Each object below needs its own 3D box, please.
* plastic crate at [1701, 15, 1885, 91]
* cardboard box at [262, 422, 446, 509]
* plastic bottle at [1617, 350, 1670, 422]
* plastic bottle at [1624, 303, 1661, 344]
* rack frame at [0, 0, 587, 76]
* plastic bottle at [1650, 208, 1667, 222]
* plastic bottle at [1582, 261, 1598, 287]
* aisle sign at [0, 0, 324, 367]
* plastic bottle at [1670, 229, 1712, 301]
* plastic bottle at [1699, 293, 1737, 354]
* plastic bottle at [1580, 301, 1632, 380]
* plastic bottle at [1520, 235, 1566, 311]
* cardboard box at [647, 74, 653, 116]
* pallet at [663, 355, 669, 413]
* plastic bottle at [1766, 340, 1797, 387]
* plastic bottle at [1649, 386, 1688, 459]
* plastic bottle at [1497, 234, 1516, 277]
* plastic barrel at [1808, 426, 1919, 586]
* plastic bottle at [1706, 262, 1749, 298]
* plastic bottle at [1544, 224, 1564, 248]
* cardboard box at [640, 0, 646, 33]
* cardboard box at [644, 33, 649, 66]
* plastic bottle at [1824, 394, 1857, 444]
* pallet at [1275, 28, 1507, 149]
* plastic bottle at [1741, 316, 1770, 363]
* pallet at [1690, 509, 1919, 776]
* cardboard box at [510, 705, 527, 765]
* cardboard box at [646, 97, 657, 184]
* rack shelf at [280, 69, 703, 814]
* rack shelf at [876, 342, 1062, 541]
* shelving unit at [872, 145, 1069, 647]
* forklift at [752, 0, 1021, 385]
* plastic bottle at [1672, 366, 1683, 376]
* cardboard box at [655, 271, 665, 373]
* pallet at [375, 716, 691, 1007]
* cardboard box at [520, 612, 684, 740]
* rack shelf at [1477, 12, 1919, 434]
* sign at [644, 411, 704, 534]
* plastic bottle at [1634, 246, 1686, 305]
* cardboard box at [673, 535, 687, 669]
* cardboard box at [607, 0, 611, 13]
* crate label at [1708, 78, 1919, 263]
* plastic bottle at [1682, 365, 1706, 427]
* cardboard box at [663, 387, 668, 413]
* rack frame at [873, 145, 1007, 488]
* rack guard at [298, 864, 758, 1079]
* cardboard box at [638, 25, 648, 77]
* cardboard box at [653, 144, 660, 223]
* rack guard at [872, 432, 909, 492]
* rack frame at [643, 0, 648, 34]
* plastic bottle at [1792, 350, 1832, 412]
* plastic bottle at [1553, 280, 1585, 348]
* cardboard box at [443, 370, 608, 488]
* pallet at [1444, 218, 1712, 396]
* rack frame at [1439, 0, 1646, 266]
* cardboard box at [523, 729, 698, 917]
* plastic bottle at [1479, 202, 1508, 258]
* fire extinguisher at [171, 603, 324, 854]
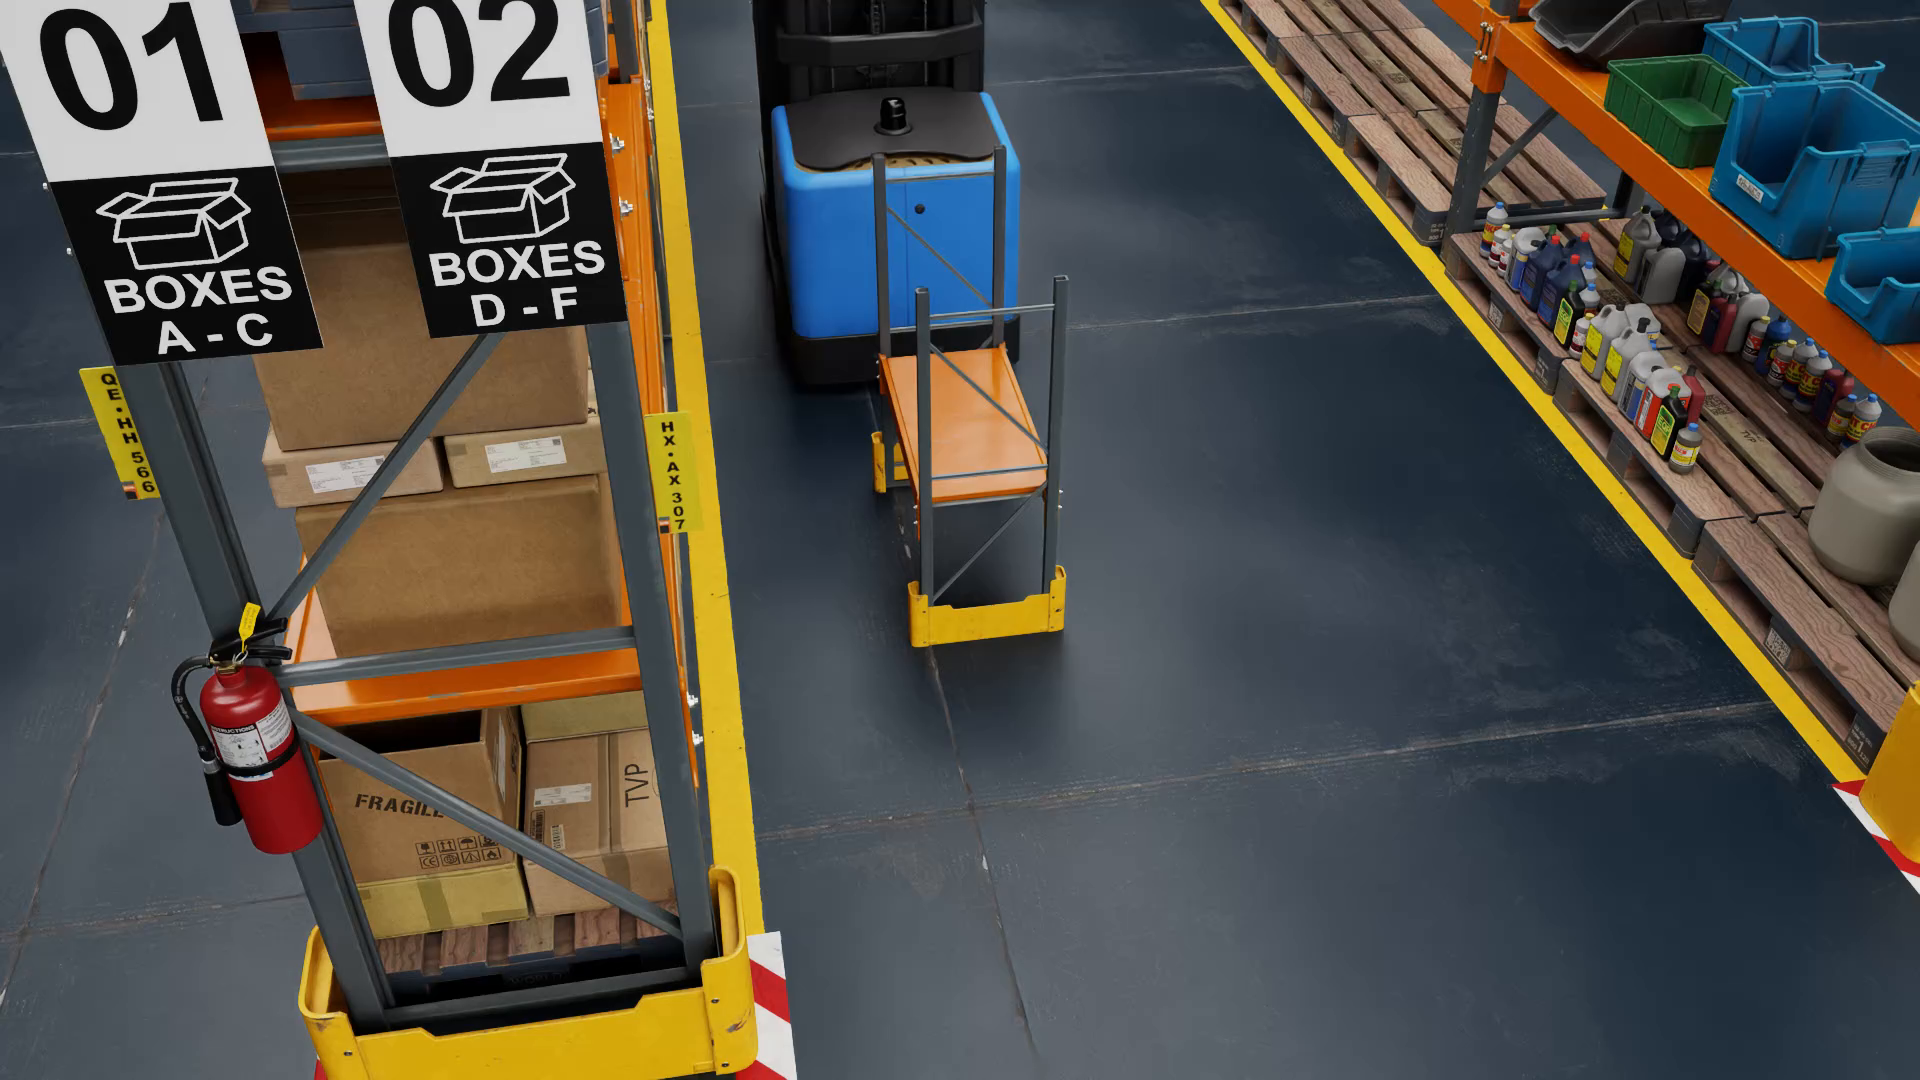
[{"bbox_3d":[3.451,-1.967,6.958,0.499,0.251,0.616,-6,38,-8],"label":"plastic crate"},{"bbox_3d":[-1.441,-0.224,3.984,0.380,0.149,0.250,-7,38,-9],"label":"cardboard box"},{"bbox_3d":[2.896,-0.648,7.001,0.152,0.276,0.135,-7,38,-9],"label":"plastic bottle"},{"bbox_3d":[2.971,-0.891,7.314,0.152,0.276,0.135,-6,38,-8],"label":"plastic bottle"},{"bbox_3d":[-1.187,-2.088,2.102,1.000,3.000,0.127,-6,38,-8],"label":"rack frame"},{"bbox_3d":[3.398,-1.511,8.105,0.061,0.283,0.133,-4,38,-6],"label":"plastic bottle"},{"bbox_3d":[2.867,-1.155,7.657,0.097,0.271,0.097,0,38,0],"label":"plastic bottle"},{"bbox_3d":[-1.464,-0.674,3.053,0.394,0.787,0.004,-6,38,-8],"label":"aisle sign"},{"bbox_3d":[3.420,-1.319,7.803,0.144,0.351,0.185,-8,39,-10],"label":"plastic bottle"},{"bbox_3d":[3.396,-0.987,7.431,0.061,0.283,0.133,-6,38,-8],"label":"plastic bottle"},{"bbox_3d":[2.830,-0.890,7.251,0.144,0.351,0.185,-7,38,-8],"label":"plastic bottle"},{"bbox_3d":[2.722,-1.261,7.728,0.144,0.351,0.185,-5,38,-7],"label":"plastic bottle"},{"bbox_3d":[-1.985,-2.414,9.311,0.500,0.250,0.500,-6,38,-7],"label":"cardboard box"},{"bbox_3d":[-1.790,-0.549,7.284,1.003,0.211,1.213,-6,38,-8],"label":"pallet"},{"bbox_3d":[3.585,-0.774,7.223,0.097,0.201,0.097,0,38,0],"label":"plastic bottle"},{"bbox_3d":[2.899,-0.481,6.779,0.061,0.283,0.133,-5,38,-7],"label":"plastic bottle"},{"bbox_3d":[2.649,-1.371,7.992,0.097,0.201,0.097,0,38,0],"label":"plastic bottle"},{"bbox_3d":[3.412,-0.125,6.151,0.421,0.512,0.421,0,38,0],"label":"plastic barrel"},{"bbox_3d":[3.476,-1.124,7.552,0.144,0.351,0.185,-6,38,-8],"label":"plastic bottle"},{"bbox_3d":[2.802,-1.346,7.893,0.061,0.283,0.133,-6,38,-8],"label":"plastic bottle"},{"bbox_3d":[-2.157,-3.249,9.929,0.500,0.311,0.500,-7,38,-9],"label":"cardboard box"},{"bbox_3d":[-2.163,-3.028,10.102,0.500,0.250,0.500,-7,38,-8],"label":"cardboard box"},{"bbox_3d":[3.661,-0.509,6.882,0.097,0.201,0.097,0,38,0],"label":"plastic bottle"},{"bbox_3d":[2.596,-2.772,10.147,1.003,0.211,1.213,-6,38,-8],"label":"pallet"},{"bbox_3d":[3.549,-0.898,7.383,0.097,0.201,0.097,0,38,0],"label":"plastic bottle"},{"bbox_3d":[3.494,0.320,6.166,1.003,0.211,1.213,-6,38,-8],"label":"pallet"},{"bbox_3d":[-1.671,0.609,5.421,0.500,0.250,0.500,-6,38,-8],"label":"cardboard box"},{"bbox_3d":[-1.798,-2.015,8.341,0.500,0.311,0.500,-7,38,-8],"label":"cardboard box"},{"bbox_3d":[-1.537,-0.642,5.718,1.077,0.370,4.000,-6,38,-8],"label":"rack shelf"},{"bbox_3d":[0.015,-0.399,6.334,0.538,0.185,1.000,-6,38,-8],"label":"rack shelf"},{"bbox_3d":[0.013,-0.546,6.231,0.587,1.500,1.083,-6,38,-8],"label":"shelving unit"},{"bbox_3d":[-0.468,-2.761,7.915,1.130,2.935,3.031,-6,38,-7],"label":"forklift"},{"bbox_3d":[3.015,-0.644,7.056,0.097,0.201,0.097,0,38,0],"label":"plastic bottle"},{"bbox_3d":[-1.591,-0.958,7.437,0.500,0.250,0.500,-6,38,-8],"label":"cardboard box"},{"bbox_3d":[-1.362,0.925,5.387,1.003,0.211,1.213,-6,38,-8],"label":"pallet"},{"bbox_3d":[-1.151,0.256,5.264,0.500,0.500,0.500,-6,38,-8],"label":"cardboard box"},{"bbox_3d":[3.340,-1.173,6.401,1.077,0.370,4.000,-6,38,-8],"label":"rack shelf"},{"bbox_3d":[-0.639,-0.148,3.725,0.100,0.325,0.005,-6,38,-8],"label":"sign"},{"bbox_3d":[3.278,-1.258,7.786,0.152,0.276,0.135,-6,38,-8],"label":"plastic bottle"},{"bbox_3d":[-1.240,0.250,5.882,0.500,0.250,0.500,-6,38,-8],"label":"cardboard box"},{"bbox_3d":[-1.842,-2.593,7.847,0.380,0.149,0.250,-6,38,-8],"label":"cardboard box"},{"bbox_3d":[3.102,-1.346,6.008,0.502,0.435,0.616,-6,38,-8],"label":"crate label"},{"bbox_3d":[3.025,-0.579,6.906,0.061,0.283,0.133,-6,38,-8],"label":"plastic bottle"},{"bbox_3d":[-1.411,-0.355,6.660,0.500,0.250,0.500,-6,38,-8],"label":"cardboard box"},{"bbox_3d":[-0.074,-0.848,6.619,0.500,1.500,0.032,-6,38,-8],"label":"rack frame"},{"bbox_3d":[-1.182,1.283,4.691,1.175,0.500,0.348,-6,38,-8],"label":"rack guard"},{"bbox_3d":[-1.986,-2.641,9.146,0.500,0.311,0.500,-5,38,-7],"label":"cardboard box"},{"bbox_3d":[-1.803,-1.794,8.513,0.500,0.250,0.500,-5,38,-7],"label":"cardboard box"},{"bbox_3d":[-0.074,-0.353,7.001,0.587,0.250,0.087,-6,38,-8],"label":"rack guard"},{"bbox_3d":[-2.589,-4.551,10.162,1.000,3.000,0.127,-6,38,-8],"label":"rack frame"},{"bbox_3d":[3.620,-0.681,7.047,0.097,0.271,0.097,0,38,0],"label":"plastic bottle"},{"bbox_3d":[2.743,-1.016,7.468,0.061,0.283,0.133,-5,38,-6],"label":"plastic bottle"},{"bbox_3d":[-1.043,-0.274,4.048,0.380,0.149,0.250,-6,38,-8],"label":"cardboard box"},{"bbox_3d":[3.066,-1.154,8.063,1.003,0.211,1.213,-6,38,-8],"label":"pallet"},{"bbox_3d":[2.989,-2.665,7.735,1.000,3.000,0.127,-6,38,-8],"label":"rack frame"},{"bbox_3d":[-1.062,0.854,5.105,0.500,0.250,0.500,-6,38,-8],"label":"cardboard box"},{"bbox_3d":[2.614,-1.522,8.129,0.097,0.271,0.097,0,38,0],"label":"plastic bottle"},{"bbox_3d":[-1.623,0.433,3.810,0.296,0.674,0.183,-6,38,-8],"label":"fire extinguisher"}]
